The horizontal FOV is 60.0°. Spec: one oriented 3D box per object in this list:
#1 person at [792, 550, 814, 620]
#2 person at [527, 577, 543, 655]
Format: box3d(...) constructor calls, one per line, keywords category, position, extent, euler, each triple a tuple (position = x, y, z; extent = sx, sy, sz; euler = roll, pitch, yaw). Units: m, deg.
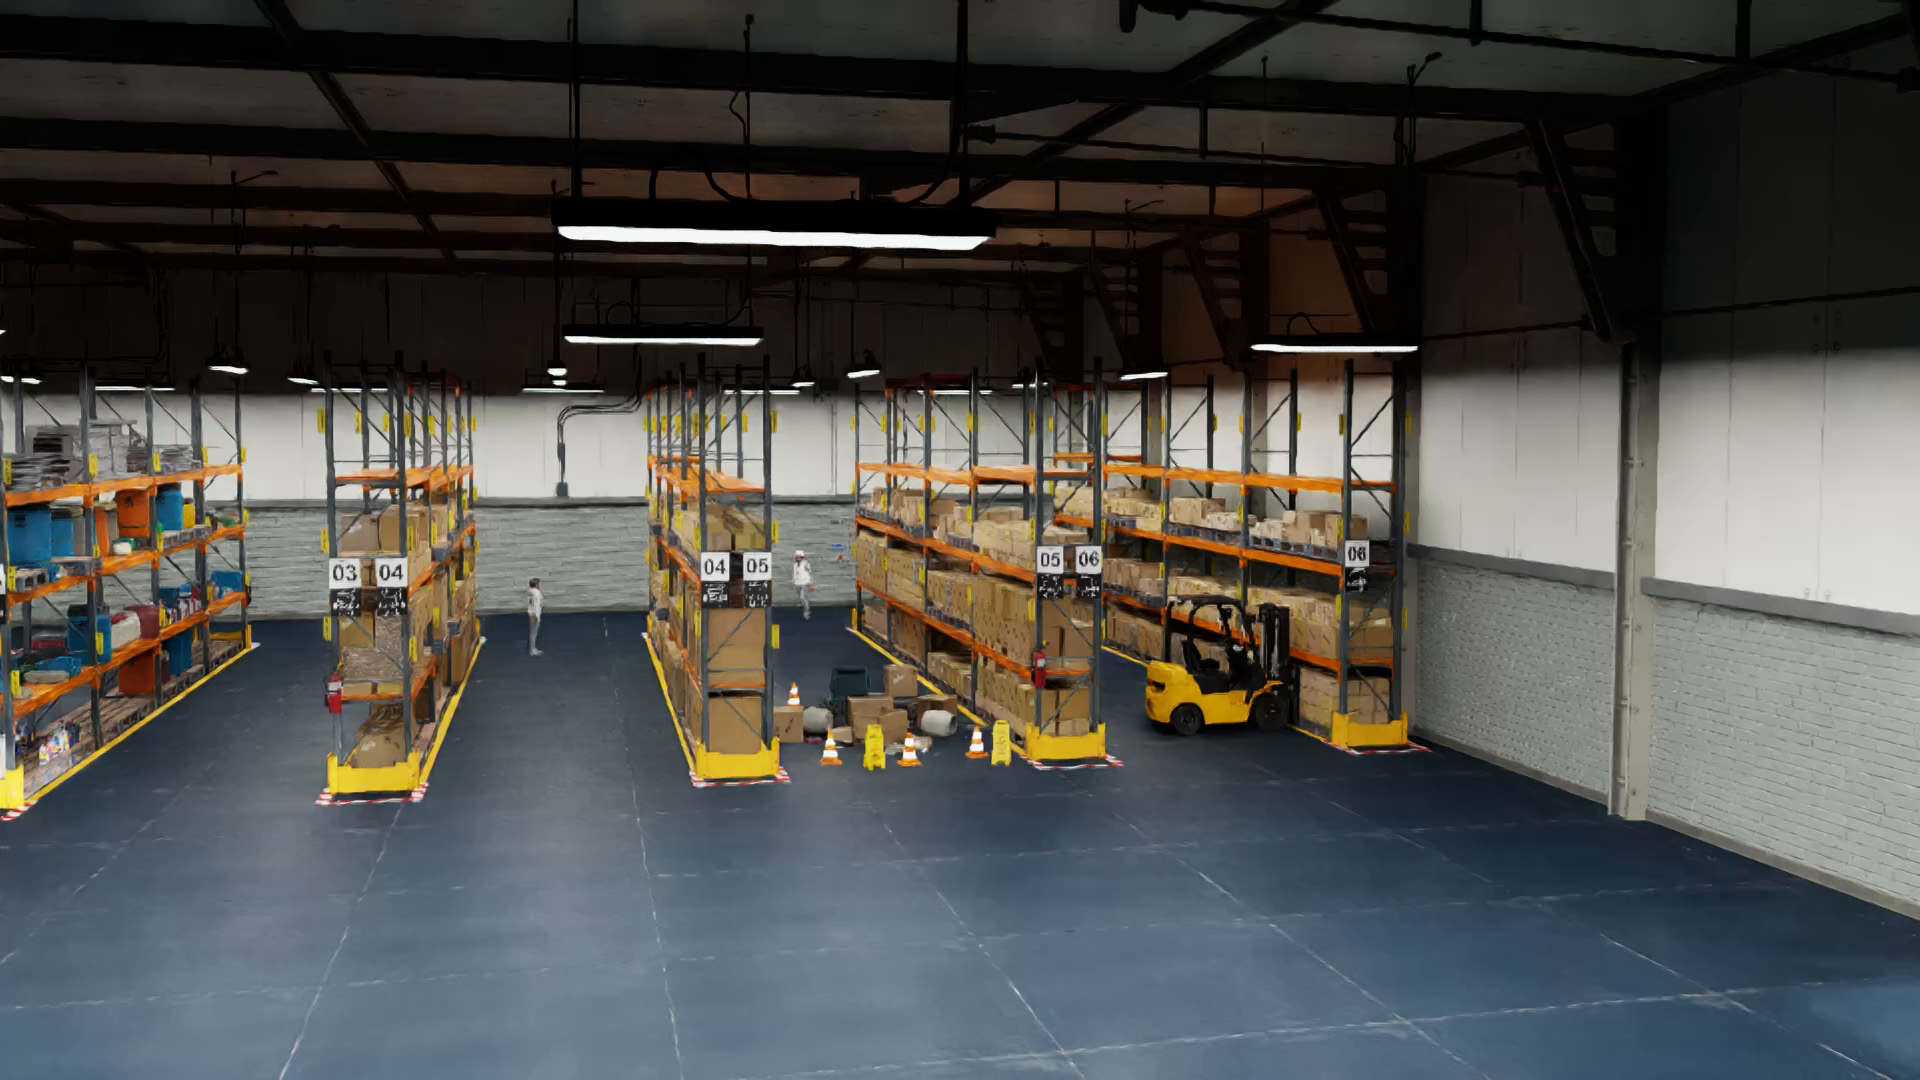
box3d(category="person", position=(-4.031, 1.138, 42.897), extent=(0.638, 1.785, 0.501), euler=(3, 5, 40))
box3d(category="person", position=(-9.227, 1.641, 36.131), extent=(0.337, 1.683, 0.549), euler=(-2, 4, -25))
